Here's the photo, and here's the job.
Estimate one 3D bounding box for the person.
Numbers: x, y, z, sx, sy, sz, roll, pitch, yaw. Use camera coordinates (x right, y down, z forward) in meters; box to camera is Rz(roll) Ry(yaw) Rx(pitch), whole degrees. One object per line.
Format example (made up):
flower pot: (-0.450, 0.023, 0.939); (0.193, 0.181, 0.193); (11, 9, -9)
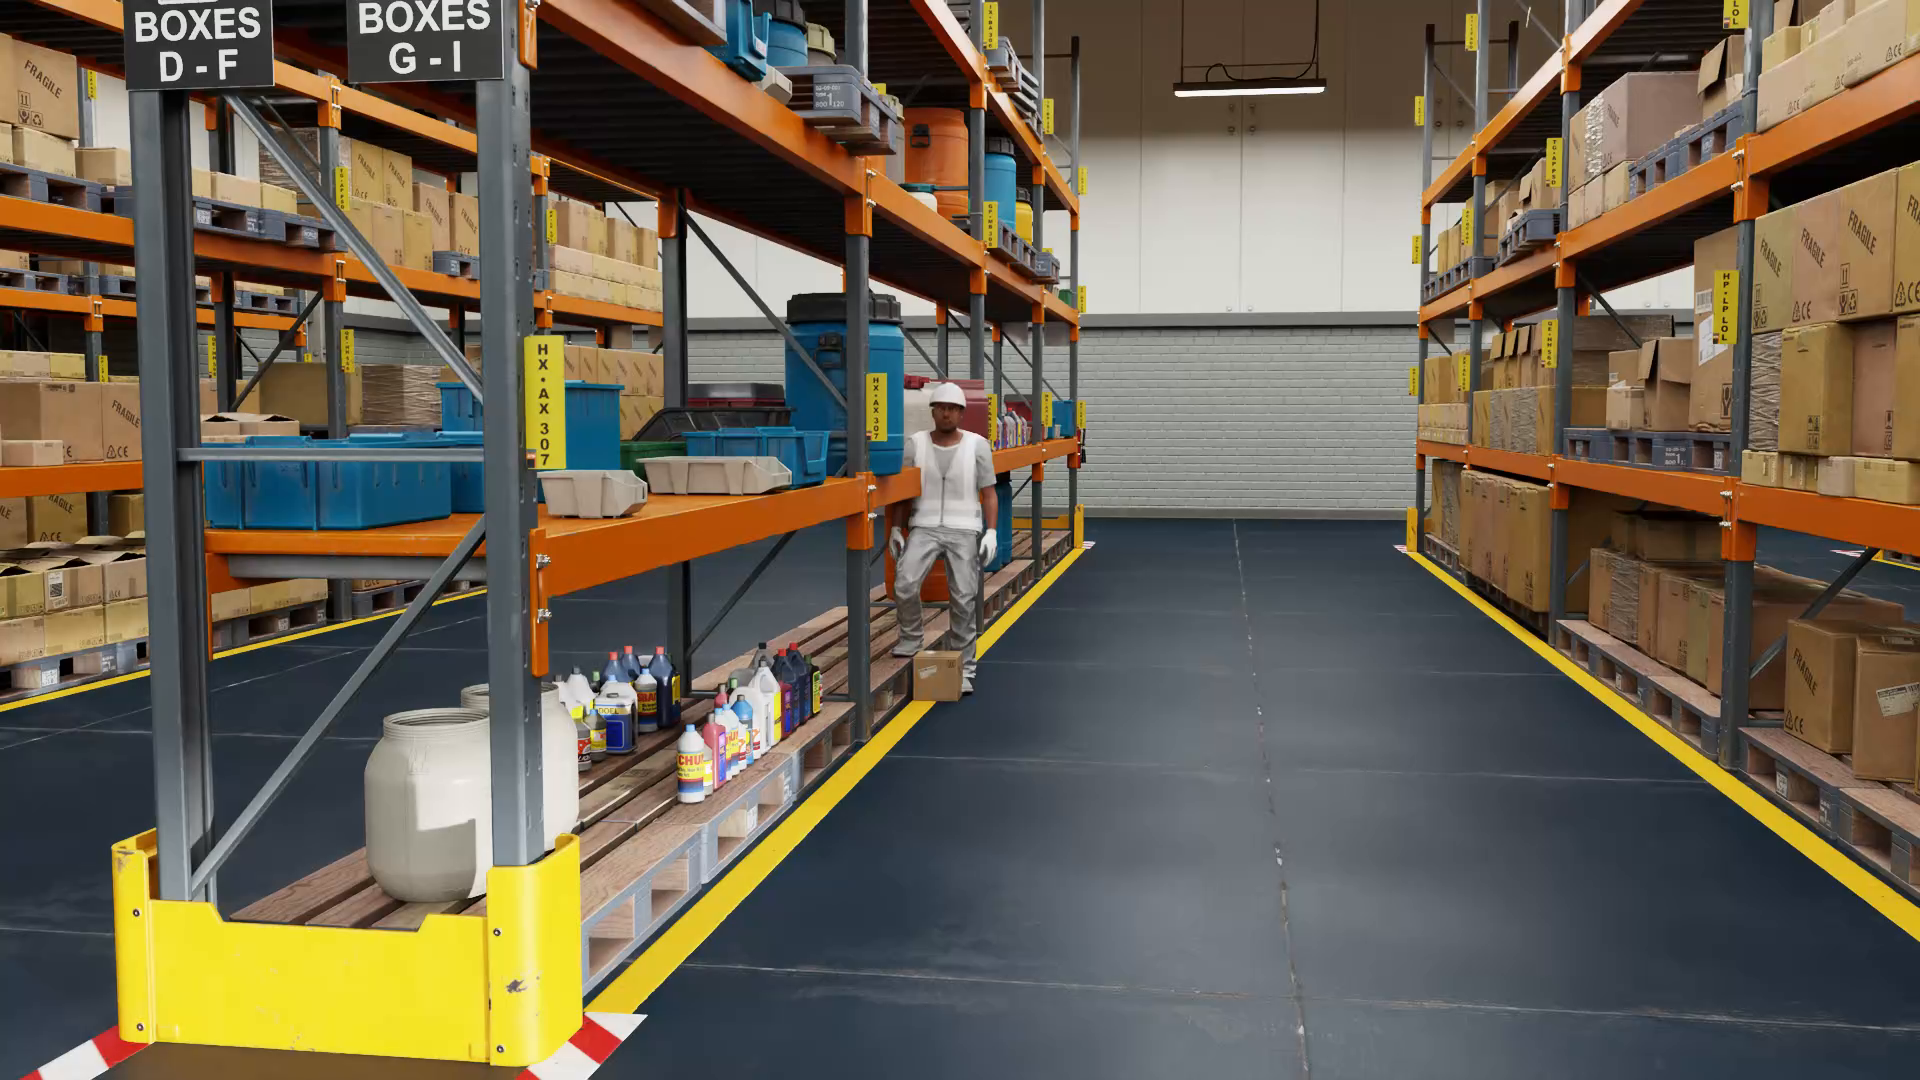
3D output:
person: (-0.095, -0.010, 9.561); (0.629, 1.785, 0.520); (0, 4, 6)
